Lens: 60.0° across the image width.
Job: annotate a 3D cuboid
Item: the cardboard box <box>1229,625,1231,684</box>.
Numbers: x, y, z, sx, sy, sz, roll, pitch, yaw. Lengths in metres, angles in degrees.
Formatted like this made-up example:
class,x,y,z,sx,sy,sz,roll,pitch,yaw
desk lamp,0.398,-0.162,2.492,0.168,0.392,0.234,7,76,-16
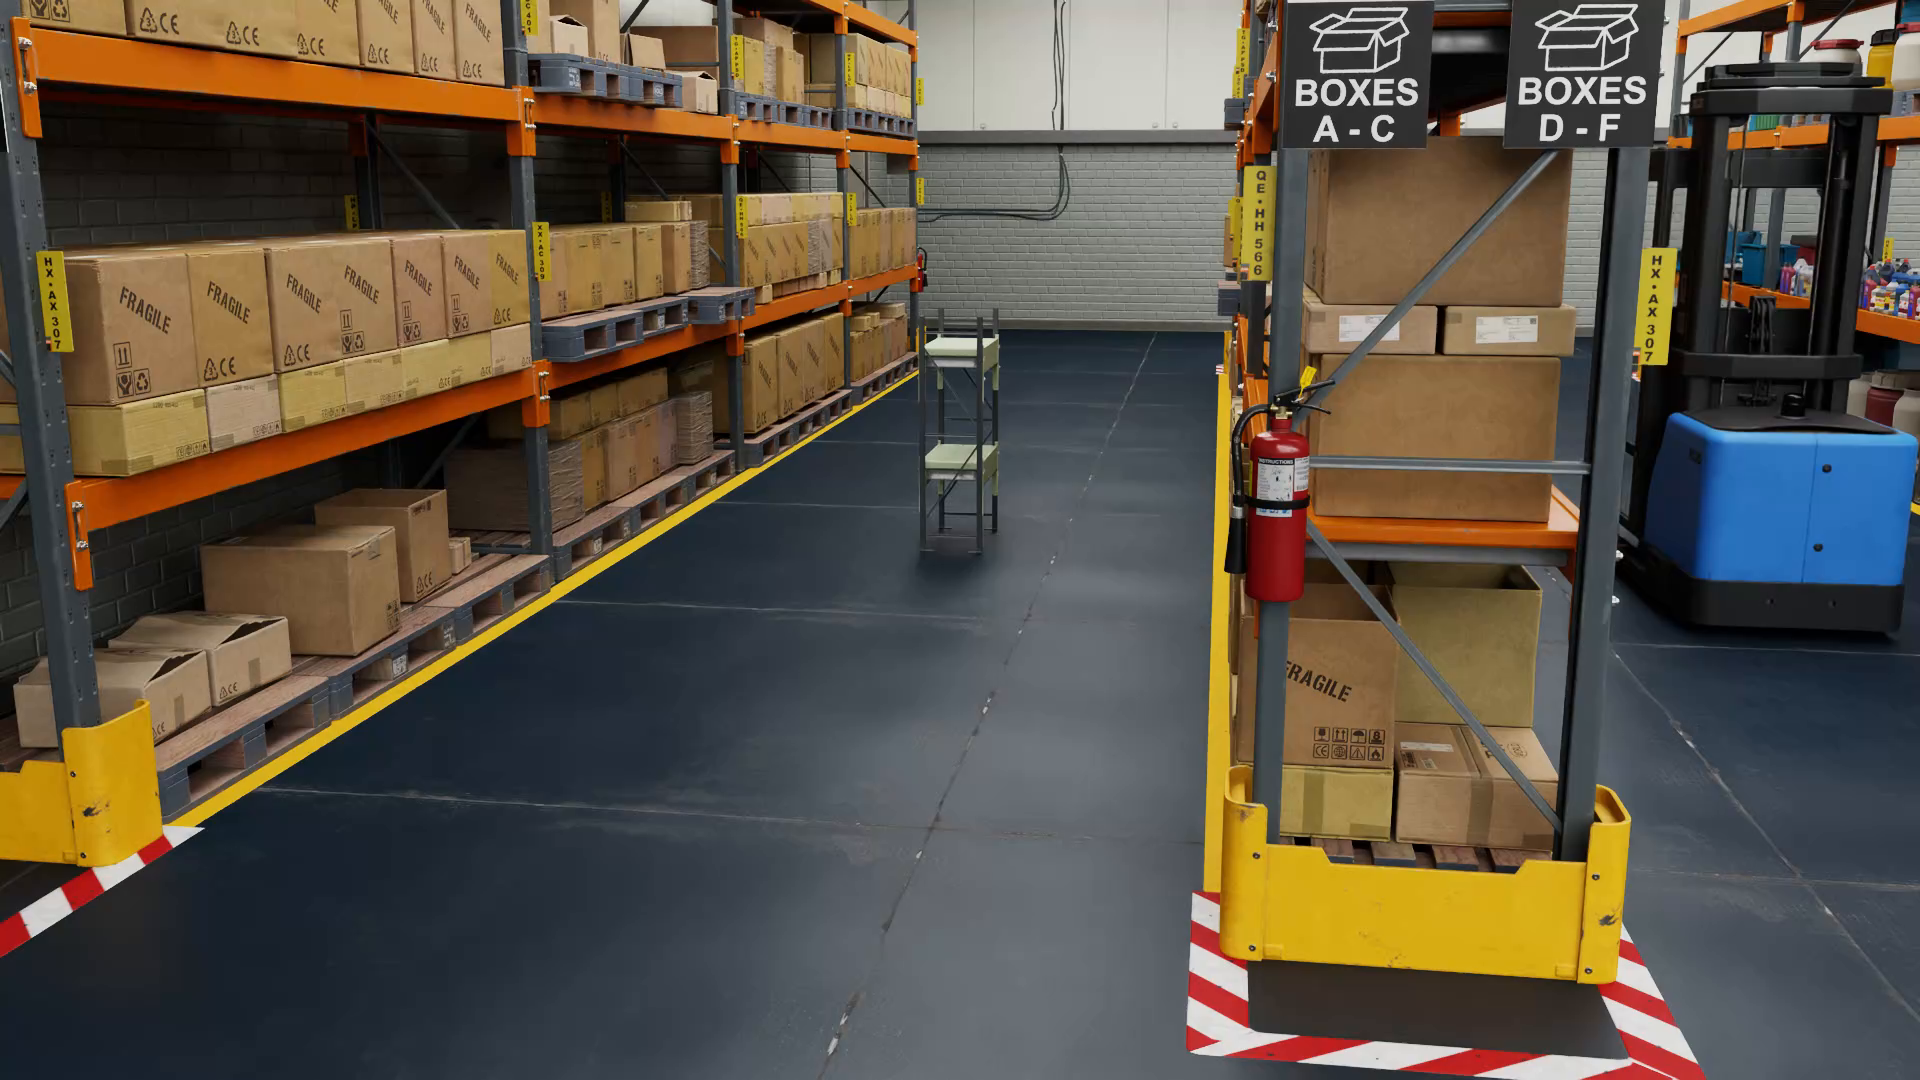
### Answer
class,x,y,z,sx,sy,sz,roll,pitch,yaw
cardboard box,1.410,0.492,7.119,0.500,0.250,0.500,2,12,9

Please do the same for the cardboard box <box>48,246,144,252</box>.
class,x,y,z,sx,sy,sz,roll,pitch,yaw
cardboard box,-3.545,-0.885,6.508,0.500,0.500,0.500,2,12,9

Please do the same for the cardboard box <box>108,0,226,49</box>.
class,x,y,z,sx,sy,sz,roll,pitch,yaw
cardboard box,-3.078,-2.070,6.072,0.500,0.500,0.500,3,12,12

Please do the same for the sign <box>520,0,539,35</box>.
class,x,y,z,sx,sy,sz,roll,pitch,yaw
sign,-2.342,-2.908,9.021,0.100,0.325,0.005,2,12,9

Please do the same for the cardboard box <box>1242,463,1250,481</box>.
class,x,y,z,sx,sy,sz,roll,pitch,yaw
cardboard box,1.566,-0.082,8.006,0.500,0.500,0.500,2,12,9

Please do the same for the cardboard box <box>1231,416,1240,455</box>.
class,x,y,z,sx,sy,sz,roll,pitch,yaw
cardboard box,2.107,-0.698,11.312,0.500,0.311,0.500,2,12,7

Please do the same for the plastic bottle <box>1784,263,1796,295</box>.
class,x,y,z,sx,sy,sz,roll,pitch,yaw
plastic bottle,7.642,-2.402,15.297,0.061,0.283,0.133,2,12,9

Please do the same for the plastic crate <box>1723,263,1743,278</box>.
class,x,y,z,sx,sy,sz,roll,pitch,yaw
plastic crate,8.111,-2.822,17.452,0.293,0.136,0.466,2,12,9

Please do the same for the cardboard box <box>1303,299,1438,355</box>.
class,x,y,z,sx,sy,sz,roll,pitch,yaw
cardboard box,1.271,-0.664,5.179,0.380,0.149,0.250,2,12,8

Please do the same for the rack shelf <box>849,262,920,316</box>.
class,x,y,z,sx,sy,sz,roll,pitch,yaw
rack shelf,-1.341,-2.935,19.200,1.077,0.370,4.000,2,12,9

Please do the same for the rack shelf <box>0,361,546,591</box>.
class,x,y,z,sx,sy,sz,roll,pitch,yaw
rack shelf,-3.187,-0.437,7.609,1.077,0.370,4.000,2,12,9

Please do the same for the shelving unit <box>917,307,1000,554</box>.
class,x,y,z,sx,sy,sz,roll,pitch,yaw
shelving unit,-0.001,-0.732,10.829,0.431,1.500,0.755,2,12,9

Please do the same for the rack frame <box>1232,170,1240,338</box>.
class,x,y,z,sx,sy,sz,roll,pitch,yaw
rack frame,3.862,-3.543,20.315,1.000,3.000,0.127,2,12,9

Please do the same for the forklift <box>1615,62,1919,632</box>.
class,x,y,z,sx,sy,sz,roll,pitch,yaw
forklift,4.510,-1.222,9.708,1.130,2.935,3.031,2,12,8

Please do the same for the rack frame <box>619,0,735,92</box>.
class,x,y,z,sx,sy,sz,roll,pitch,yaw
rack frame,-2.264,-4.970,12.697,1.000,3.000,0.127,2,12,9

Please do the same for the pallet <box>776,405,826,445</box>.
class,x,y,z,sx,sy,sz,roll,pitch,yaw
pallet,-1.878,-1.090,15.548,1.003,0.211,1.213,2,12,9

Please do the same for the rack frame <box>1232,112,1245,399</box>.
class,x,y,z,sx,sy,sz,roll,pitch,yaw
rack frame,3.246,-2.711,16.452,1.000,3.000,0.127,2,12,9

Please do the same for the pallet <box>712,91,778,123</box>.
class,x,y,z,sx,sy,sz,roll,pitch,yaw
pallet,-2.218,-3.548,13.663,1.213,0.211,1.003,2,12,11

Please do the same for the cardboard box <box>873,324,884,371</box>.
class,x,y,z,sx,sy,sz,roll,pitch,yaw
cardboard box,-1.271,-2.217,19.099,0.700,0.500,0.500,2,12,10

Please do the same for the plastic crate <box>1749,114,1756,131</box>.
class,x,y,z,sx,sy,sz,roll,pitch,yaw
plastic crate,7.965,-4.134,16.332,0.416,0.233,0.300,2,12,9

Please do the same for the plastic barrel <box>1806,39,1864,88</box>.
class,x,y,z,sx,sy,sz,roll,pitch,yaw
plastic barrel,7.812,-4.186,14.858,0.433,0.535,0.433,0,12,0

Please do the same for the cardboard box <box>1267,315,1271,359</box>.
class,x,y,z,sx,sy,sz,roll,pitch,yaw
cardboard box,1.970,-1.169,9.615,0.396,0.266,0.258,2,12,7

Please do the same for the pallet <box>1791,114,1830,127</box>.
class,x,y,z,sx,sy,sz,roll,pitch,yaw
pallet,8.116,-3.757,14.635,1.213,0.211,1.003,2,12,9

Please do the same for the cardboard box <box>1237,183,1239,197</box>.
class,x,y,z,sx,sy,sz,roll,pitch,yaw
cardboard box,3.144,-3.469,17.358,0.500,0.500,0.500,2,12,8

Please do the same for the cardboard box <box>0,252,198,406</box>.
class,x,y,z,sx,sy,sz,roll,pitch,yaw
cardboard box,-3.124,-0.765,5.952,0.500,0.500,0.500,2,12,9

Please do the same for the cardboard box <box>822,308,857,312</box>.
class,x,y,z,sx,sy,sz,roll,pitch,yaw
cardboard box,-1.414,-2.623,19.442,0.380,0.149,0.250,2,12,9

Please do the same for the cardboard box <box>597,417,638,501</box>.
class,x,y,z,sx,sy,sz,roll,pitch,yaw
cardboard box,-2.634,-0.566,11.389,0.700,0.500,0.500,2,12,9

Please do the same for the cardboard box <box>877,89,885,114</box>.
class,x,y,z,sx,sy,sz,roll,pitch,yaw
cardboard box,-1.118,-4.866,18.452,0.500,0.250,0.500,2,12,7

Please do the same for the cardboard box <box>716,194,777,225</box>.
class,x,y,z,sx,sy,sz,roll,pitch,yaw
cardboard box,-1.858,-2.807,14.125,0.500,0.250,0.500,2,12,8

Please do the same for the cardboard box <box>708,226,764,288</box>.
class,x,y,z,sx,sy,sz,roll,pitch,yaw
cardboard box,-1.937,-2.335,13.716,0.500,0.500,0.500,2,12,10

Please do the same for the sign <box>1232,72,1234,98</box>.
class,x,y,z,sx,sy,sz,roll,pitch,yaw
sign,3.325,-5.455,19.989,0.100,0.325,0.005,2,12,9

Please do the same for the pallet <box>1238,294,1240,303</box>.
class,x,y,z,sx,sy,sz,roll,pitch,yaw
pallet,2.926,-2.189,14.487,1.003,0.211,1.213,2,12,9

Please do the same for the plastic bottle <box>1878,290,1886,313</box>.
class,x,y,z,sx,sy,sz,roll,pitch,yaw
plastic bottle,7.312,-1.891,13.117,0.097,0.201,0.097,0,12,0

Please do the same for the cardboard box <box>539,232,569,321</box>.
class,x,y,z,sx,sy,sz,roll,pitch,yaw
cardboard box,-2.767,-1.574,9.895,0.700,0.500,0.500,2,12,9

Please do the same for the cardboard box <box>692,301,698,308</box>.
class,x,y,z,sx,sy,sz,roll,pitch,yaw
cardboard box,-1.985,-1.986,13.637,0.380,0.149,0.250,2,12,8

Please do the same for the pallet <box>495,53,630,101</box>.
class,x,y,z,sx,sy,sz,roll,pitch,yaw
pallet,-2.679,-2.705,9.749,1.213,0.211,1.003,2,12,9

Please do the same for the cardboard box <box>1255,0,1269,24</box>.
class,x,y,z,sx,sy,sz,roll,pitch,yaw
cardboard box,1.678,-2.738,7.892,0.500,0.500,0.500,3,13,13

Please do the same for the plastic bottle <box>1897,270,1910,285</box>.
class,x,y,z,sx,sy,sz,roll,pitch,yaw
plastic bottle,8.118,-2.185,14.318,0.097,0.271,0.097,0,12,0

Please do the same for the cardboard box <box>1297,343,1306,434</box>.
class,x,y,z,sx,sy,sz,roll,pitch,yaw
cardboard box,1.643,-0.571,6.286,0.700,0.500,0.500,2,12,9

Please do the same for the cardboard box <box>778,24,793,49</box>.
class,x,y,z,sx,sy,sz,roll,pitch,yaw
cardboard box,-1.914,-4.788,15.911,0.500,0.250,0.500,3,12,13

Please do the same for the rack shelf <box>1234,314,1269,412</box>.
class,x,y,z,sx,sy,sz,roll,pitch,yaw
rack shelf,2.324,-1.110,10.732,1.077,0.370,4.000,2,12,9

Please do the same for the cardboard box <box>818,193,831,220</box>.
class,x,y,z,sx,sy,sz,roll,pitch,yaw
cardboard box,-1.556,-3.229,16.088,0.500,0.250,0.500,2,12,10

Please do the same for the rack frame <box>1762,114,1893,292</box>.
class,x,y,z,sx,sy,sz,roll,pitch,yaw
rack frame,8.140,-2.549,15.703,1.000,3.000,0.127,2,12,9

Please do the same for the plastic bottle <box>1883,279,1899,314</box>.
class,x,y,z,sx,sy,sz,roll,pitch,yaw
plastic bottle,7.297,-1.904,13.016,0.097,0.271,0.097,0,12,0

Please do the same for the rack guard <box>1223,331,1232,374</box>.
class,x,y,z,sx,sy,sz,roll,pitch,yaw
rack guard,3.850,-2.306,20.505,1.175,0.500,0.348,2,12,9

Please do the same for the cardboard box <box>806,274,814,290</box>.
class,x,y,z,sx,sy,sz,roll,pitch,yaw
cardboard box,-1.607,-2.467,15.867,0.380,0.149,0.250,2,12,9

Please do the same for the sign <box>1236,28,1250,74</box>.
class,x,y,z,sx,sy,sz,roll,pitch,yaw
sign,2.095,-3.615,12.301,0.100,0.325,0.005,2,12,9

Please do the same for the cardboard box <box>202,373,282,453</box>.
class,x,y,z,sx,sy,sz,roll,pitch,yaw
cardboard box,-3.040,-0.509,6.543,0.500,0.250,0.500,1,12,7

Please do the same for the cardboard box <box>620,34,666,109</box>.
class,x,y,z,sx,sy,sz,roll,pitch,yaw
cardboard box,-2.555,-3.298,11.762,0.797,0.503,0.637,4,13,17

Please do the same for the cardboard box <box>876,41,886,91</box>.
class,x,y,z,sx,sy,sz,roll,pitch,yaw
cardboard box,-1.119,-5.234,18.381,0.500,0.500,0.500,2,12,9

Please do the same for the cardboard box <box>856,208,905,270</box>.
class,x,y,z,sx,sy,sz,roll,pitch,yaw
cardboard box,-1.203,-3.591,19.826,0.980,0.700,0.700,2,12,8

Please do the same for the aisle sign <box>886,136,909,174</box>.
class,x,y,z,sx,sy,sz,roll,pitch,yaw
aisle sign,-0.726,-4.979,20.807,0.394,0.787,0.004,2,12,9

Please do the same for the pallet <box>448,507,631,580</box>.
class,x,y,z,sx,sy,sz,roll,pitch,yaw
pallet,-2.761,-0.004,10.511,1.003,0.211,1.213,2,12,9
